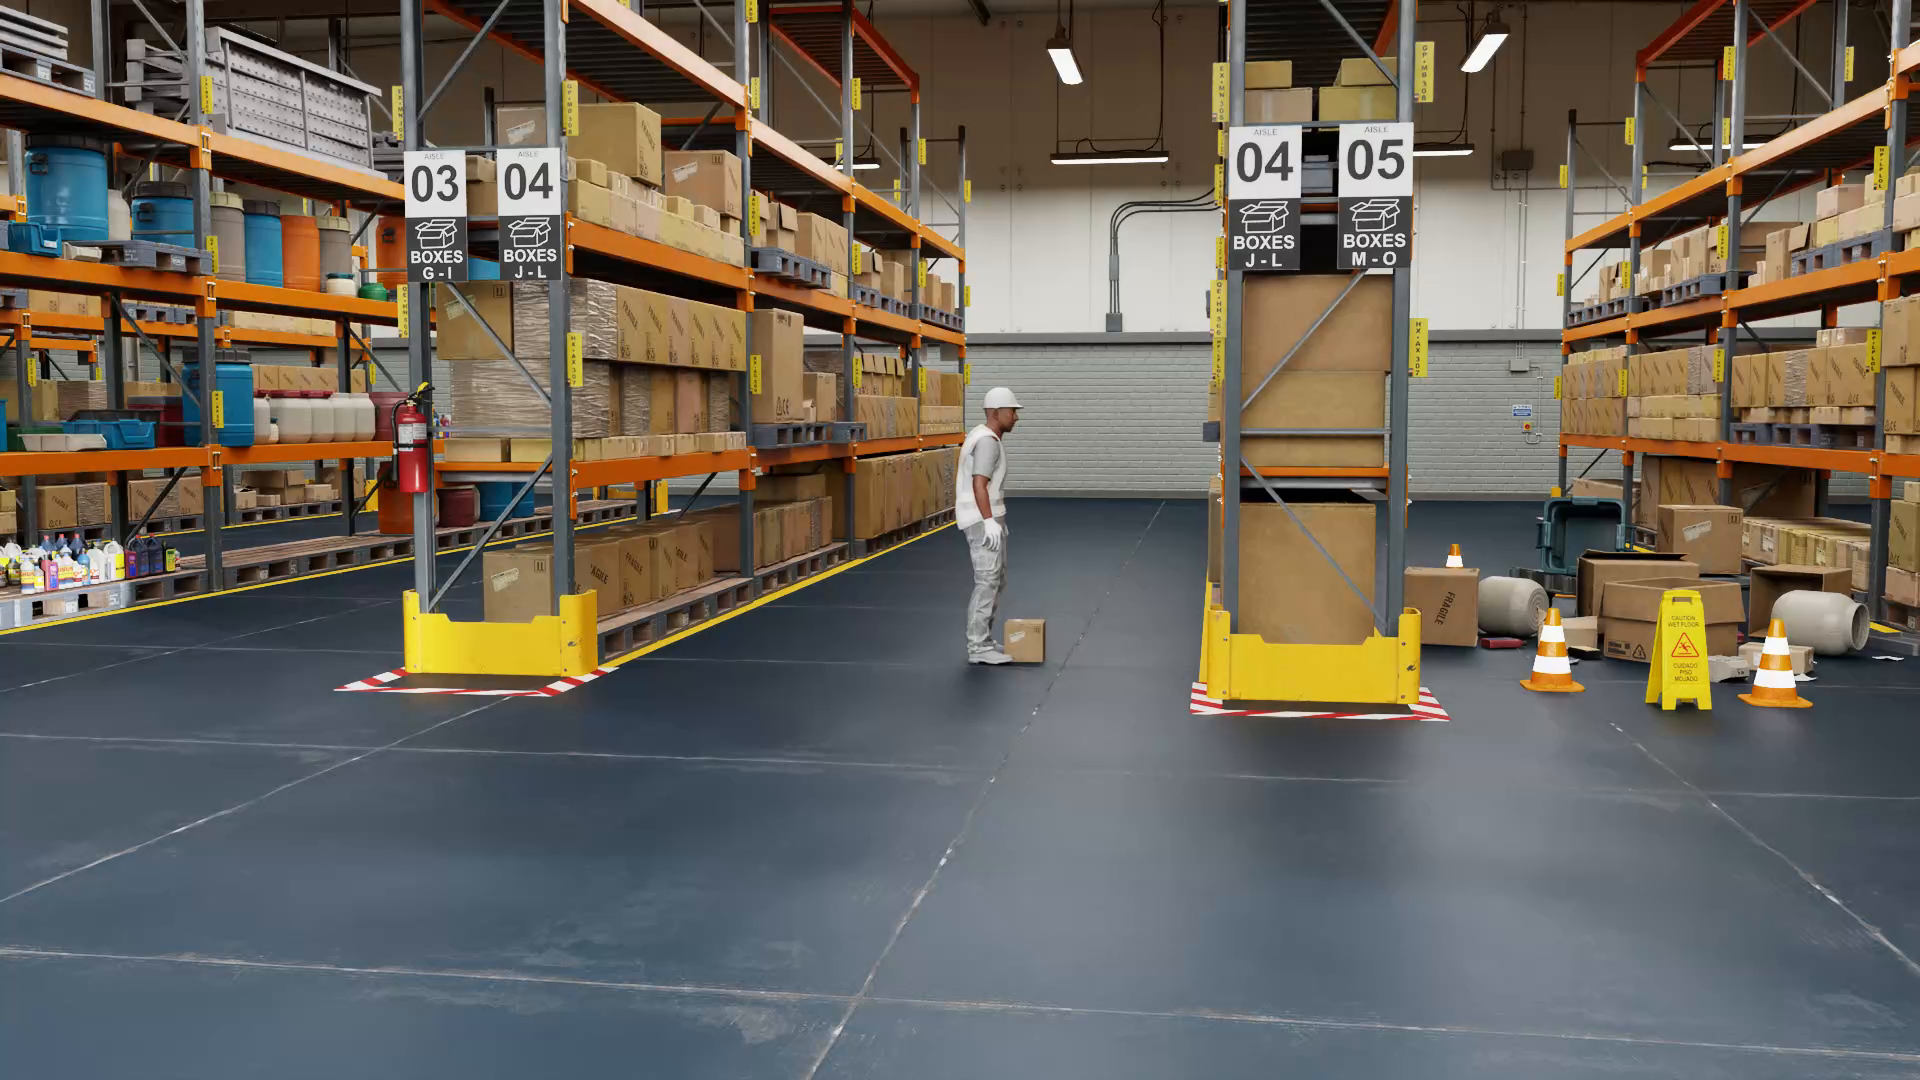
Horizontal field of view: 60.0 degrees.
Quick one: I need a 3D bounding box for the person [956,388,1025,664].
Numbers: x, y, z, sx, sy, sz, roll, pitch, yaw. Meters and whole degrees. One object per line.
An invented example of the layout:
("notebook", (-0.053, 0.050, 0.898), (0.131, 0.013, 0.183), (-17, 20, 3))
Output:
("person", (0.199, -0.104, 10.852), (0.447, 1.775, 0.633), (1, 4, 7))
